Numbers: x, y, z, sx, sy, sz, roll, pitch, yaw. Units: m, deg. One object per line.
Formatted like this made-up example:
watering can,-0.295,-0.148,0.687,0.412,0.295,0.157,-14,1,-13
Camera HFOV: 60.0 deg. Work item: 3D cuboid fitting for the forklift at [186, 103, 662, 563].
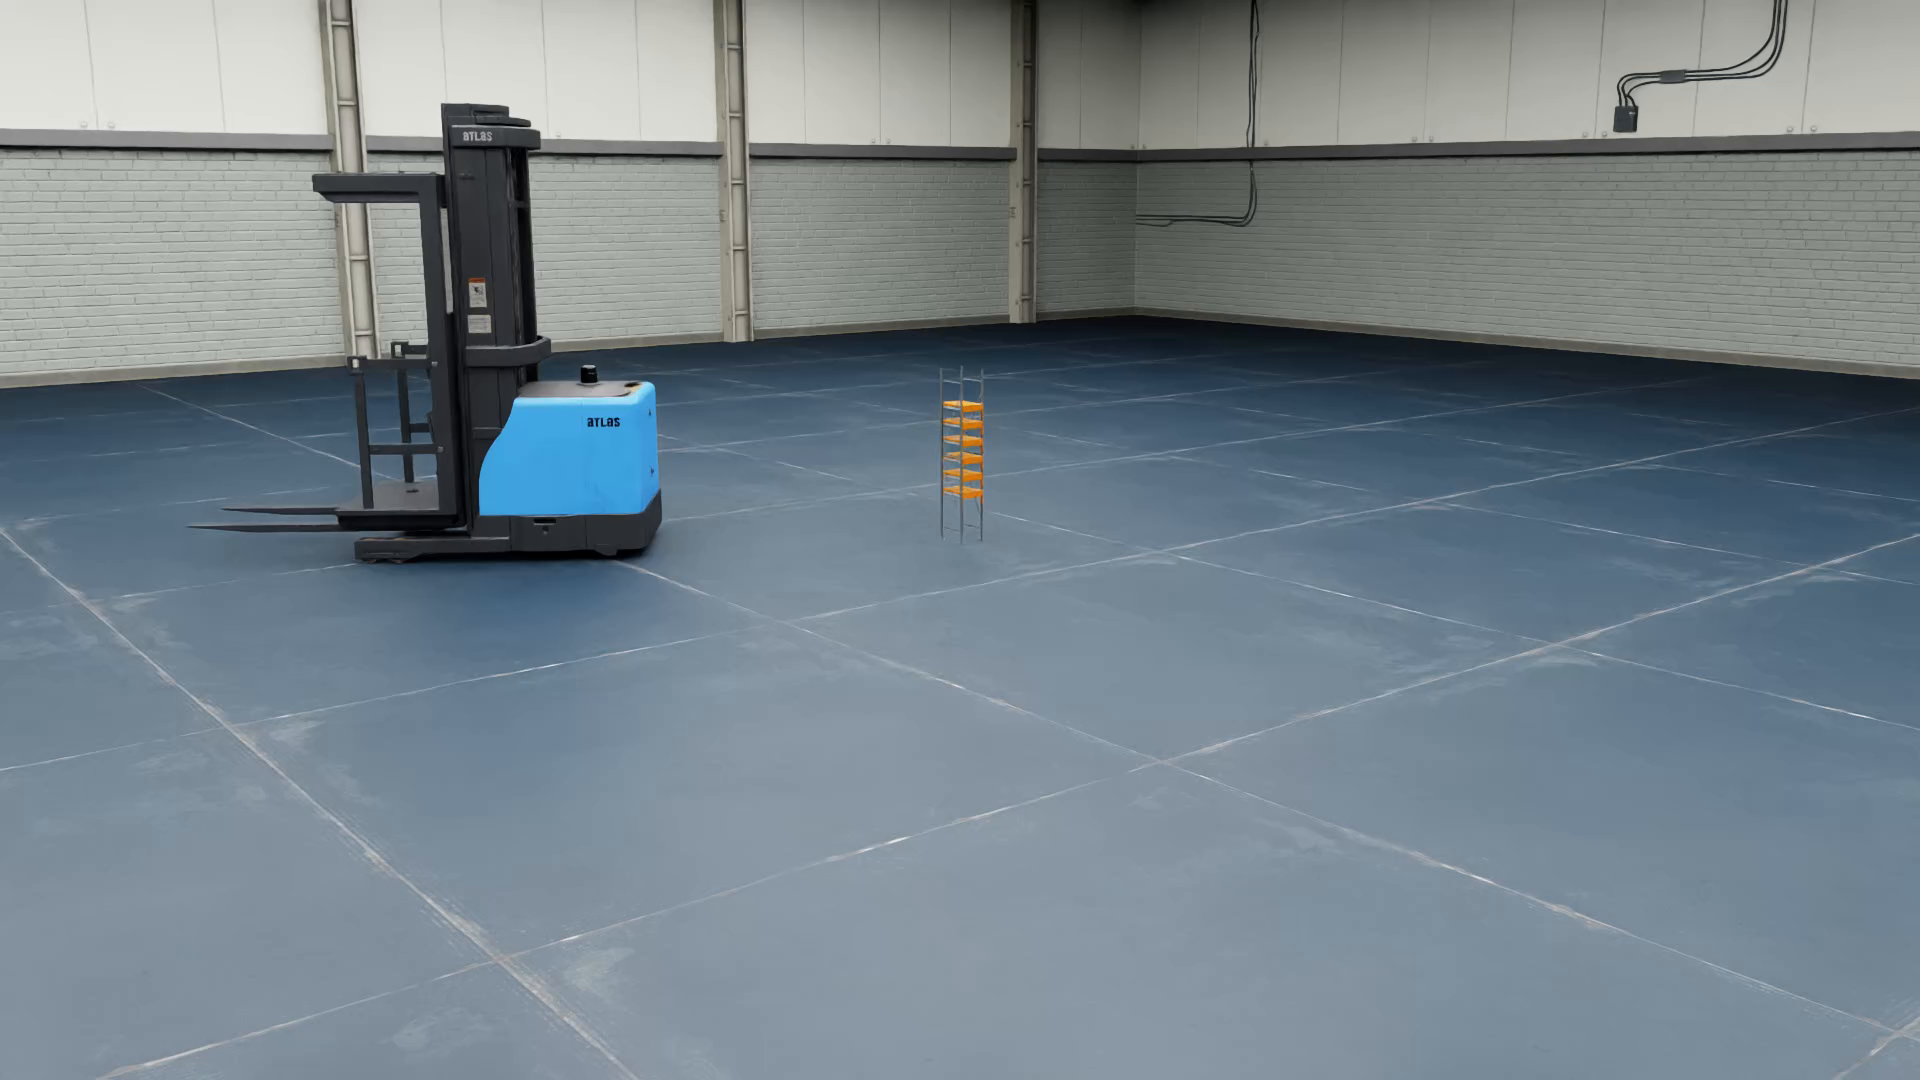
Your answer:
forklift,-3.625,-1.393,11.132,3.031,2.935,1.130,-1,12,-3

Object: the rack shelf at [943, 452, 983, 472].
rack shelf,0.011,-0.545,11.522,0.180,0.103,0.258,-9,15,-38

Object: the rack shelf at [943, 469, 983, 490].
rack shelf,0.011,-0.428,11.547,0.180,0.103,0.258,-9,15,-38

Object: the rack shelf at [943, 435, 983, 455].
rack shelf,0.011,-0.663,11.497,0.180,0.103,0.258,-9,15,-38

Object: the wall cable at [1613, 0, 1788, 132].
wall cable,10.182,-8.656,22.541,0.169,6.003,2.305,-9,15,-38

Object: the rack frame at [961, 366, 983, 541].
rack frame,0.083,-0.601,11.569,0.006,1.200,0.240,-9,15,-38

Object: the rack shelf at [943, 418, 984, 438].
rack shelf,0.011,-0.780,11.472,0.180,0.103,0.258,-9,15,-38

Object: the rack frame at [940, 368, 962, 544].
rack frame,-0.060,-0.577,11.457,0.006,1.200,0.240,-9,15,-38

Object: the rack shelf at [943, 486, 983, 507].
rack shelf,0.011,-0.311,11.572,0.180,0.103,0.258,-9,15,-38

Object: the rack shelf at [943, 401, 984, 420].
rack shelf,0.011,-0.897,11.447,0.180,0.103,0.258,-9,15,-38

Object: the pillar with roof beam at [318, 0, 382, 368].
pillar with roof beam,-5.543,-6.111,18.744,0.400,9.000,9.100,-9,15,-38

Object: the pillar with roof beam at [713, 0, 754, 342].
pillar with roof beam,-0.858,-6.890,22.411,0.400,9.000,9.100,-9,15,-38

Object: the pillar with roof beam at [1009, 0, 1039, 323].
pillar with roof beam,3.827,-7.668,26.077,0.400,9.000,9.100,-9,15,-38

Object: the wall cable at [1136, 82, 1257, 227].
wall cable,4.264,-7.015,30.478,0.112,2.526,3.097,-9,15,-38

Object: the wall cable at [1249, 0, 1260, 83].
wall cable,5.954,-9.047,27.887,0.112,2.526,3.097,-9,15,-38

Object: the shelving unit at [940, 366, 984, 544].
shelving unit,0.011,-0.589,11.513,0.189,1.200,0.258,-9,15,-38
